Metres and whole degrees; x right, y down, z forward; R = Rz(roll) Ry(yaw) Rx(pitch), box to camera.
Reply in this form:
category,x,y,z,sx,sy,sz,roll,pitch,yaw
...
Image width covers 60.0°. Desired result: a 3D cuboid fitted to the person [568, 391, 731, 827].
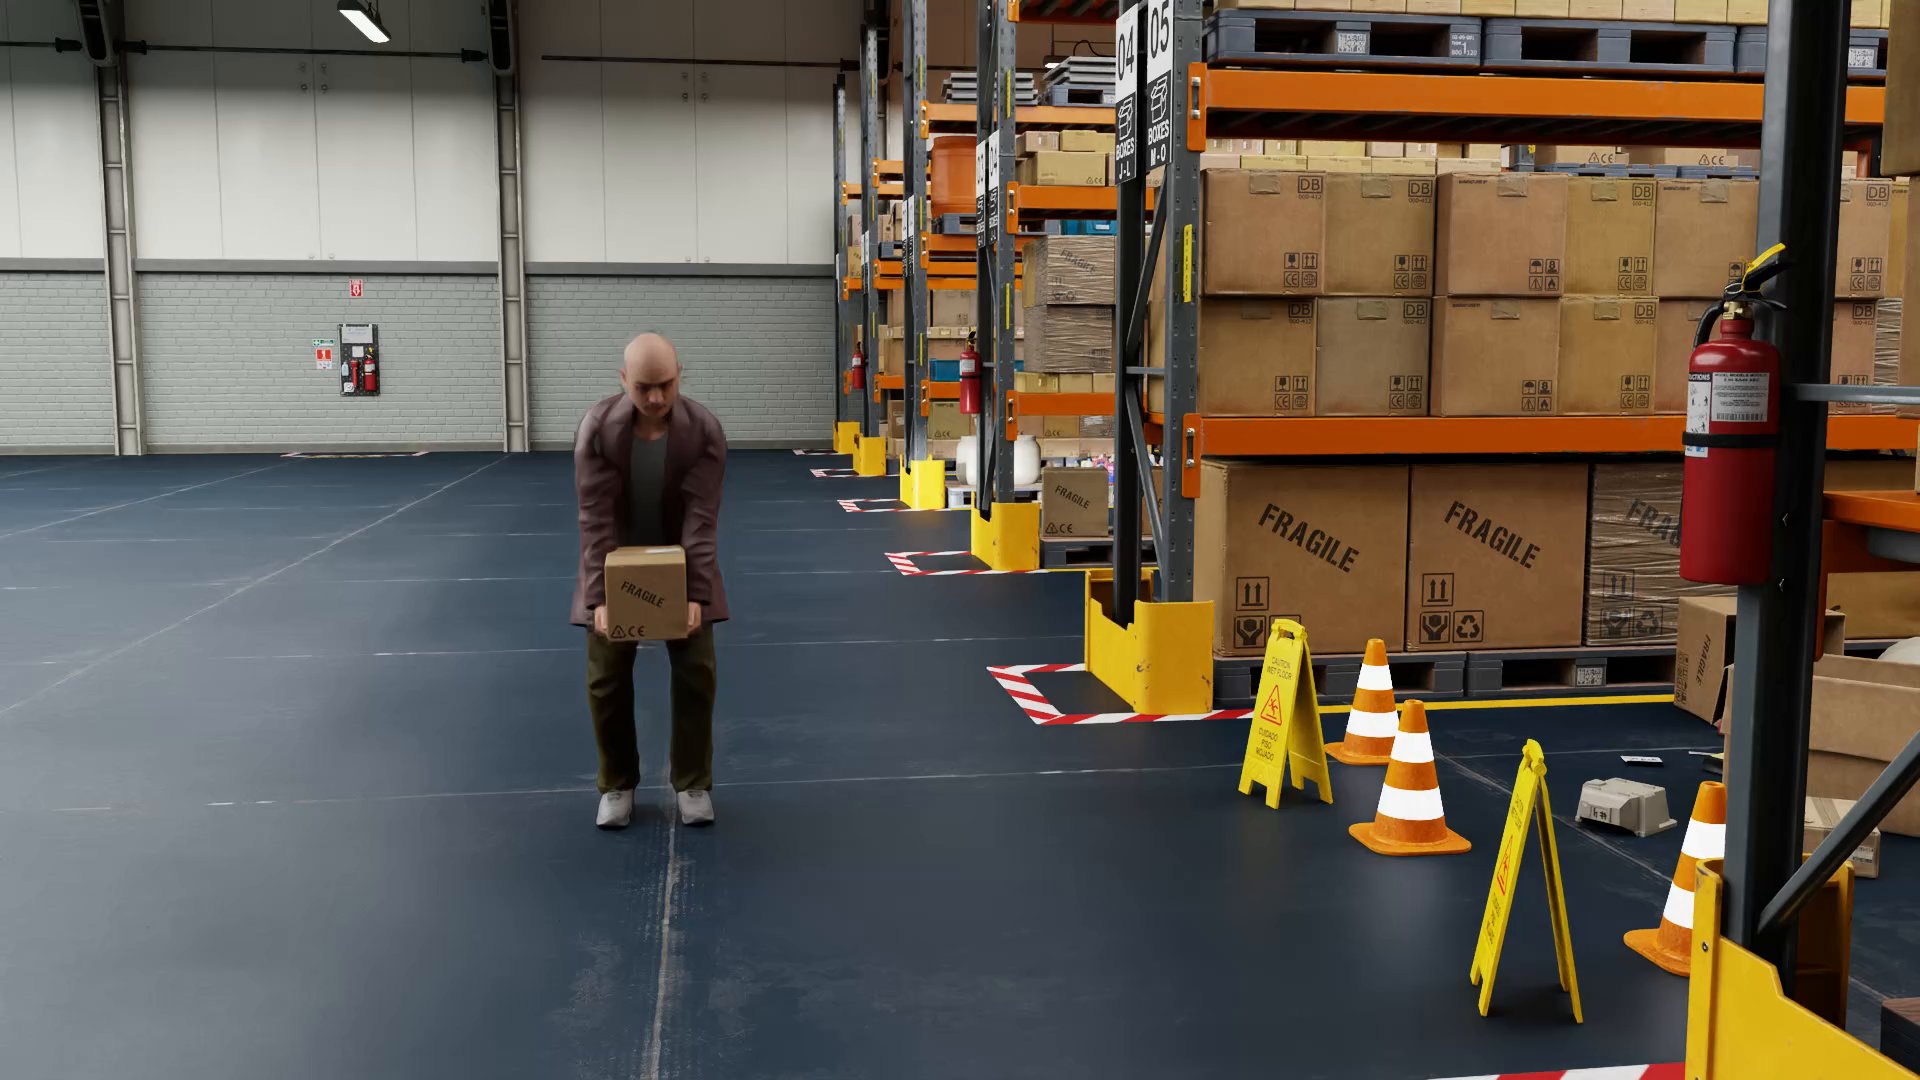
category,x,y,z,sx,sy,sz,roll,pitch,yaw
person,-1.046,0.215,5.608,0.546,1.504,0.570,-1,6,-10
